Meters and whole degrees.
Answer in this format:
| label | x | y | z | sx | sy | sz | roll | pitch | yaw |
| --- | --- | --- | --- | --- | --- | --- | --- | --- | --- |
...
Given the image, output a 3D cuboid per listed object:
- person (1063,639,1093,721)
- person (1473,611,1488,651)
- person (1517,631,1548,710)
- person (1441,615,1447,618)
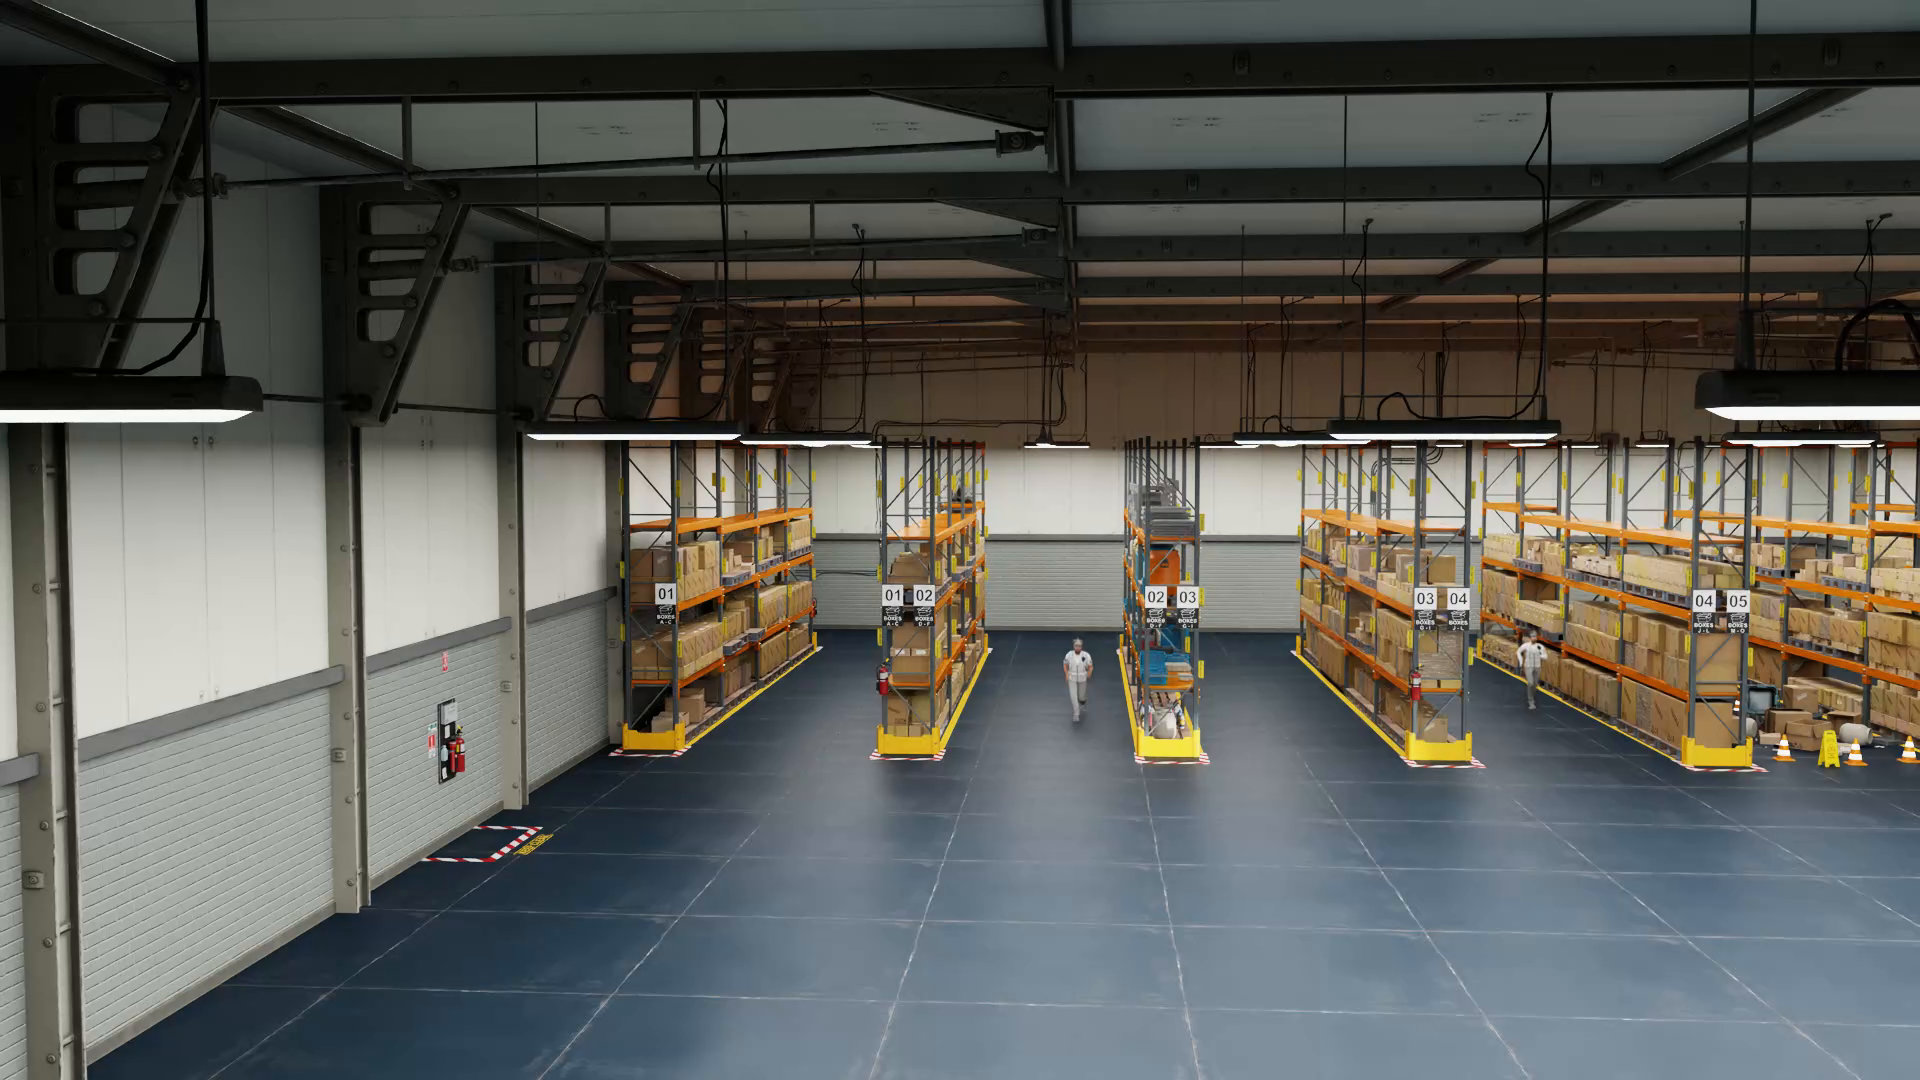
| label | x | y | z | sx | sy | sz | roll | pitch | yaw |
| --- | --- | --- | --- | --- | --- | --- | --- | --- | --- |
| person | 2.517 | 2.965 | 35.528 | 0.646 | 1.745 | 0.747 | 0 | 3 | 7 |
| person | 15.025 | 2.354 | 47.624 | 0.670 | 1.656 | 0.932 | 0 | 3 | 8 |
| person | 12.791 | 2.877 | 37.125 | 0.596 | 1.728 | 0.822 | 0 | 3 | 2 |
| person | 13.109 | 2.516 | 45.109 | 0.576 | 1.616 | 0.561 | 1 | 3 | 10 |
